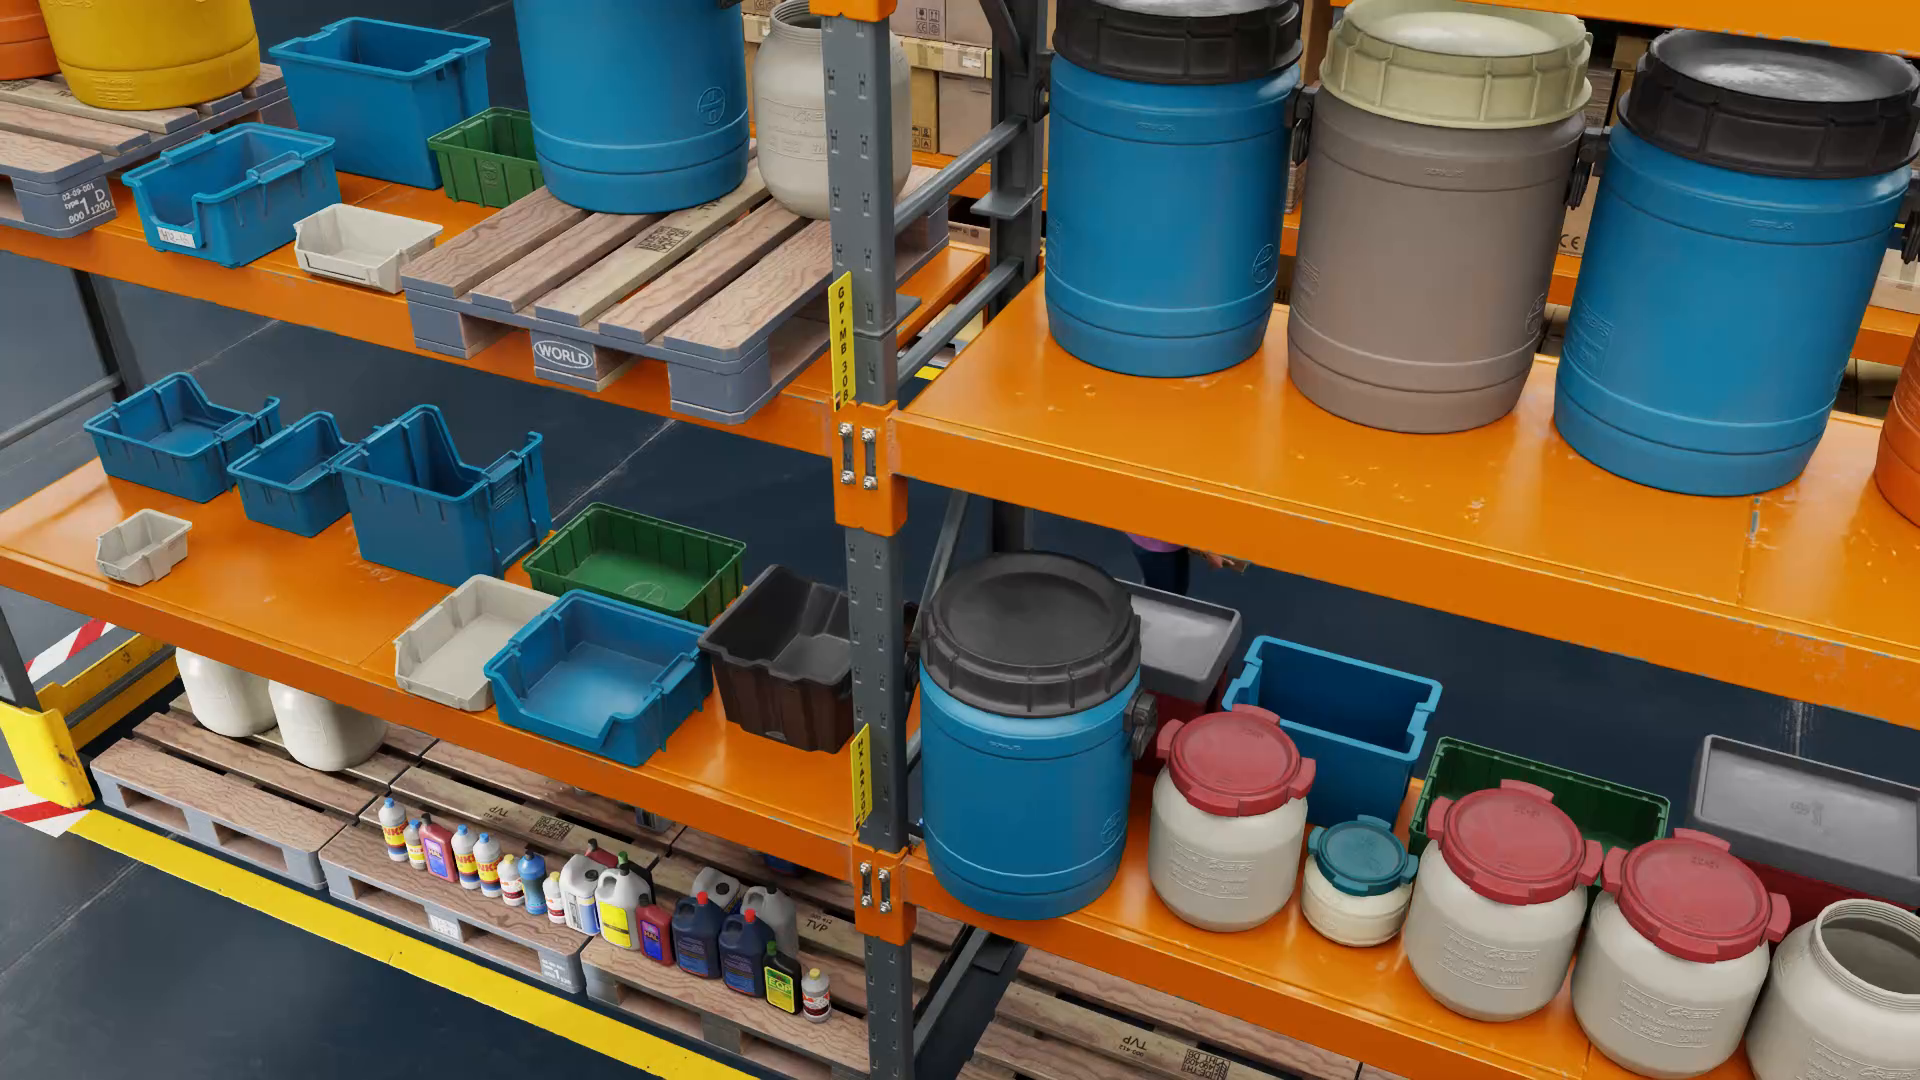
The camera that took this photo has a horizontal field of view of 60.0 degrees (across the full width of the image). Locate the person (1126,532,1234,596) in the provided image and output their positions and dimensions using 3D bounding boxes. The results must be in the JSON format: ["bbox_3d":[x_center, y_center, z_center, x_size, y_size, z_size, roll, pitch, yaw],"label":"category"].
[{"bbox_3d":[0.972,-0.005,7.164,0.508,1.598,0.375,14,37,20],"label":"person"}]
